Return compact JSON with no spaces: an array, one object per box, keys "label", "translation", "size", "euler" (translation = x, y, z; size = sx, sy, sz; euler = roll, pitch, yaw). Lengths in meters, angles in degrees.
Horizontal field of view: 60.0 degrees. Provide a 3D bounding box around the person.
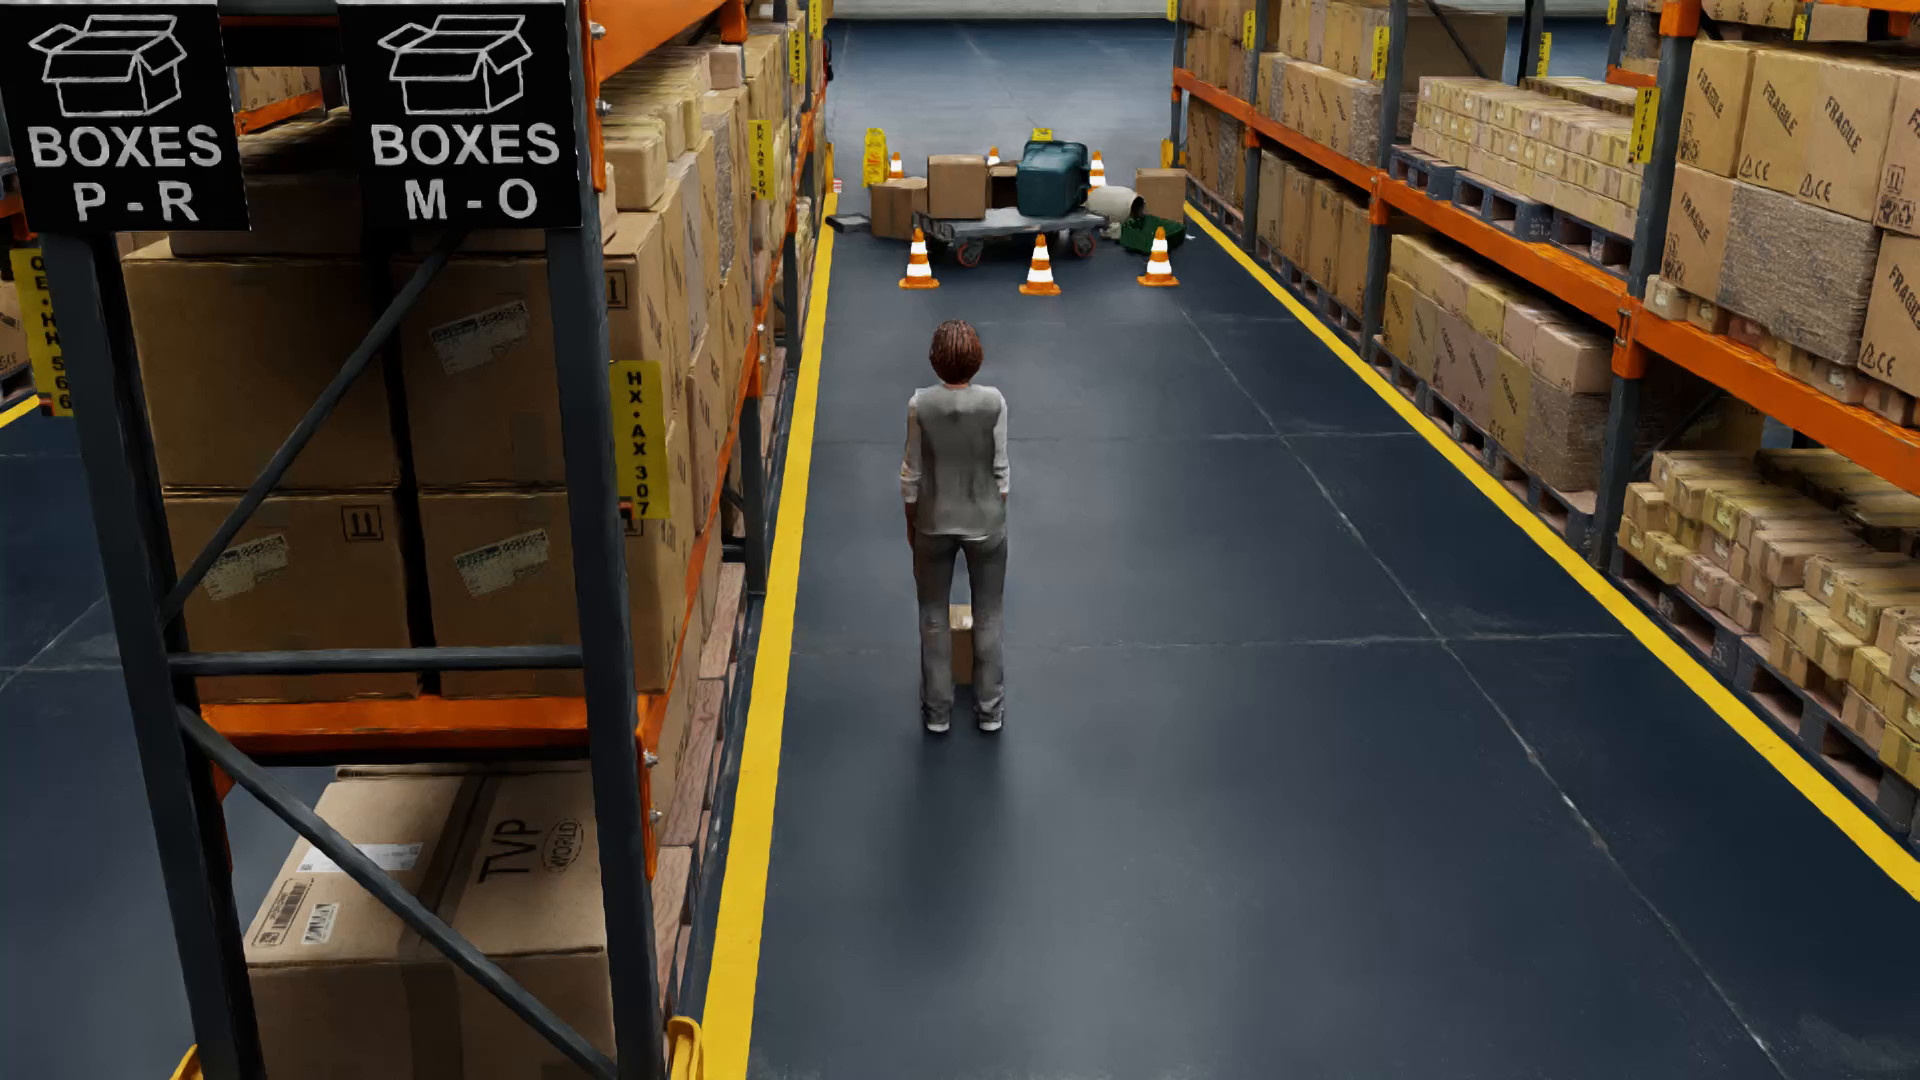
[{"label":"person","translation":[-0.019,-0.015,6.213],"size":[0.407,1.544,0.299],"euler":[-1,21,-2]}]
